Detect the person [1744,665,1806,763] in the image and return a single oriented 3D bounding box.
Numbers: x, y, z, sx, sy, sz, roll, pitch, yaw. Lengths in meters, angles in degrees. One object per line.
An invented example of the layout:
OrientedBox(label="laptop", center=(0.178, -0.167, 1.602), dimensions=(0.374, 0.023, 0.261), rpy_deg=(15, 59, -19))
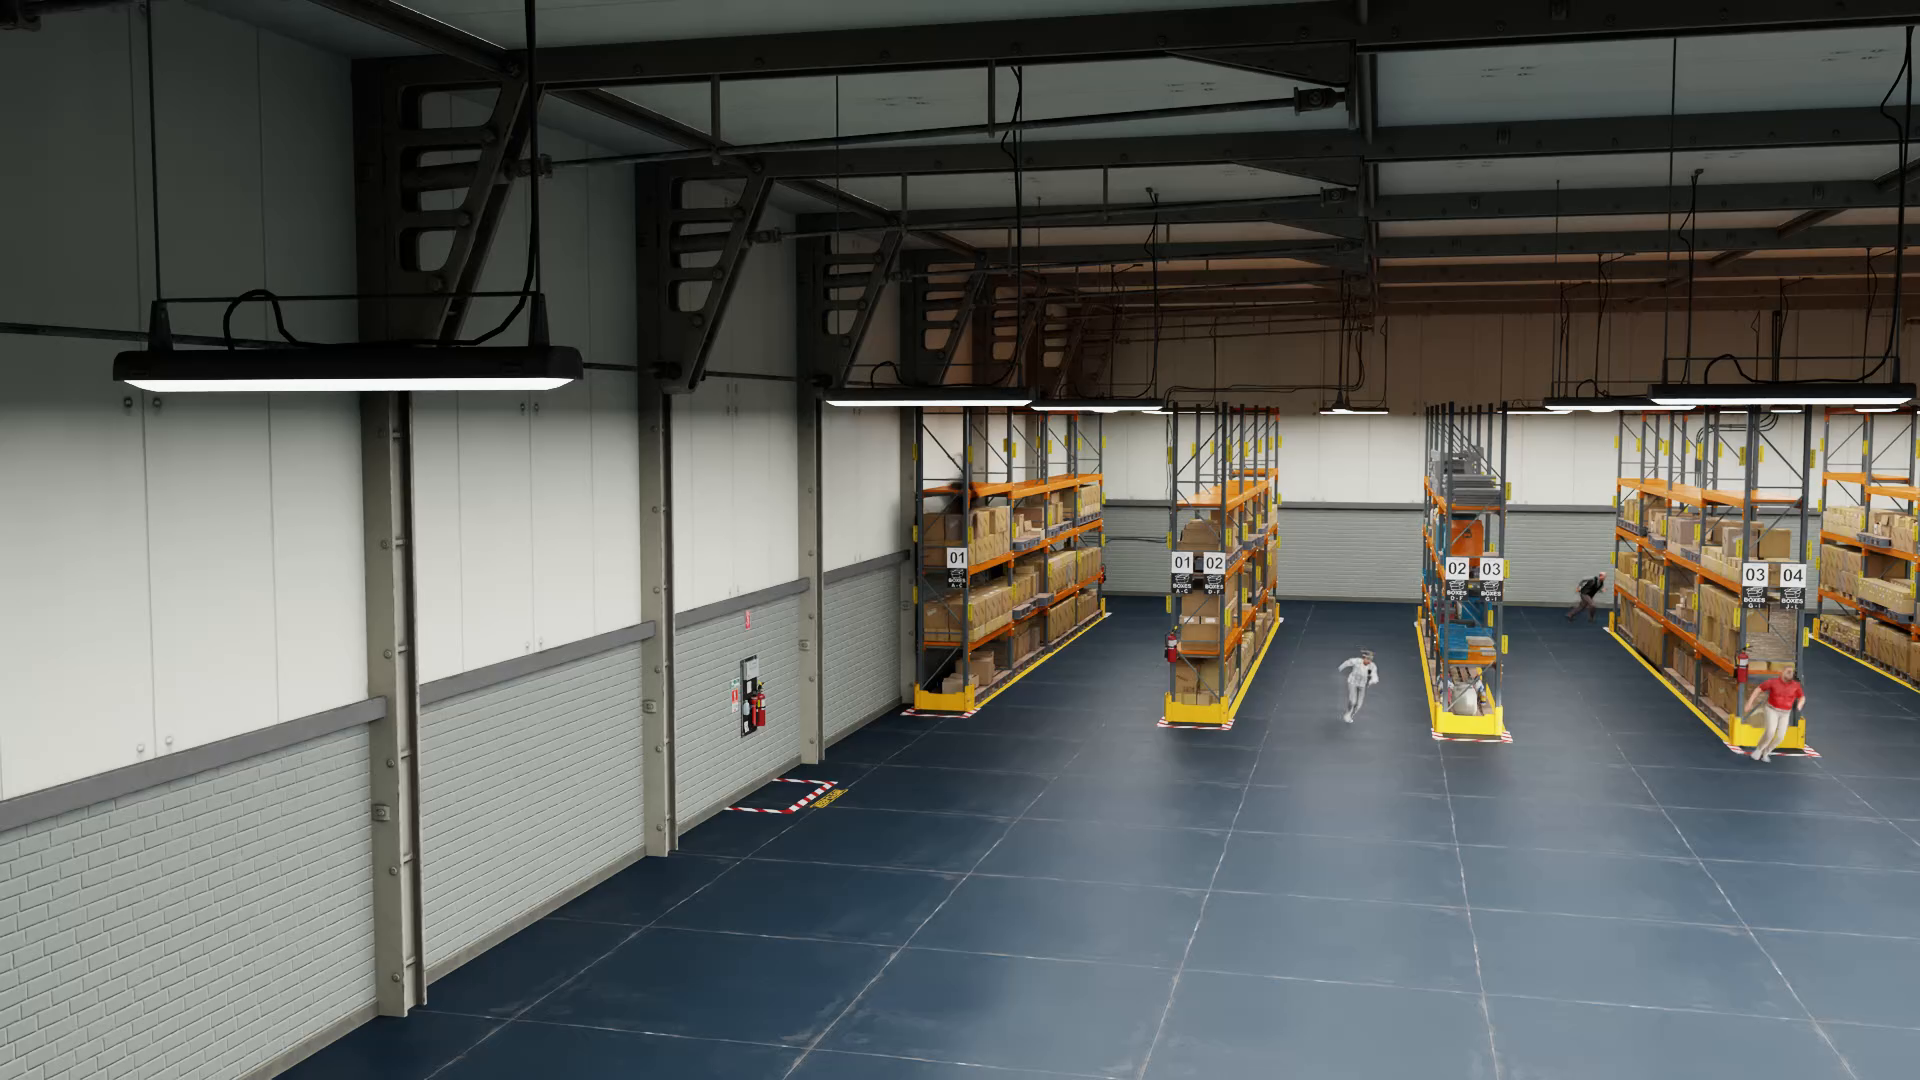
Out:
OrientedBox(label="person", center=(13.564, 2.902, 27.540), dimensions=(0.863, 1.659, 0.663), rpy_deg=(0, 4, -2))

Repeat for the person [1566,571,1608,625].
OrientedBox(label="person", center=(17.391, 1.594, 46.106), dimensions=(0.643, 1.505, 1.144), rpy_deg=(-4, 5, -40))

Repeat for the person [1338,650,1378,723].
OrientedBox(label="person", center=(7.409, 2.721, 30.804), dimensions=(0.572, 1.431, 0.958), rpy_deg=(0, 4, -5))
